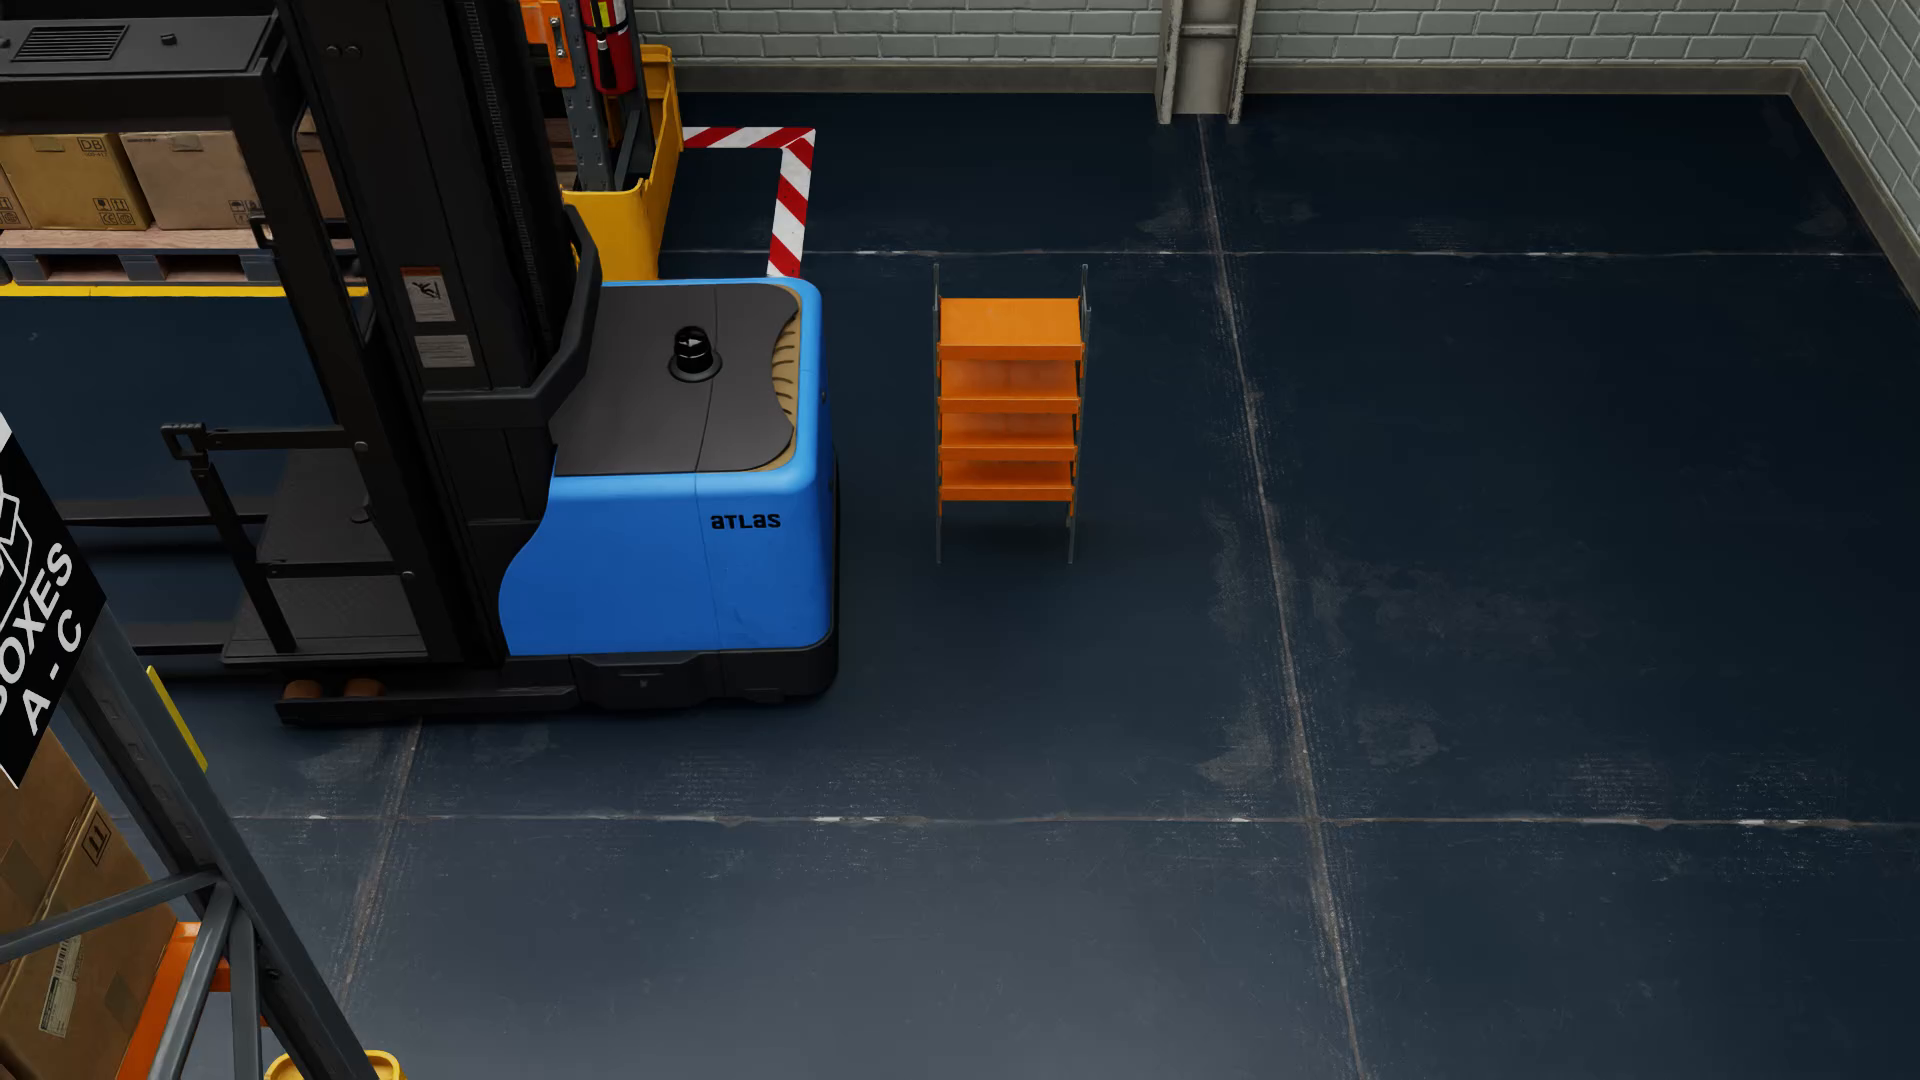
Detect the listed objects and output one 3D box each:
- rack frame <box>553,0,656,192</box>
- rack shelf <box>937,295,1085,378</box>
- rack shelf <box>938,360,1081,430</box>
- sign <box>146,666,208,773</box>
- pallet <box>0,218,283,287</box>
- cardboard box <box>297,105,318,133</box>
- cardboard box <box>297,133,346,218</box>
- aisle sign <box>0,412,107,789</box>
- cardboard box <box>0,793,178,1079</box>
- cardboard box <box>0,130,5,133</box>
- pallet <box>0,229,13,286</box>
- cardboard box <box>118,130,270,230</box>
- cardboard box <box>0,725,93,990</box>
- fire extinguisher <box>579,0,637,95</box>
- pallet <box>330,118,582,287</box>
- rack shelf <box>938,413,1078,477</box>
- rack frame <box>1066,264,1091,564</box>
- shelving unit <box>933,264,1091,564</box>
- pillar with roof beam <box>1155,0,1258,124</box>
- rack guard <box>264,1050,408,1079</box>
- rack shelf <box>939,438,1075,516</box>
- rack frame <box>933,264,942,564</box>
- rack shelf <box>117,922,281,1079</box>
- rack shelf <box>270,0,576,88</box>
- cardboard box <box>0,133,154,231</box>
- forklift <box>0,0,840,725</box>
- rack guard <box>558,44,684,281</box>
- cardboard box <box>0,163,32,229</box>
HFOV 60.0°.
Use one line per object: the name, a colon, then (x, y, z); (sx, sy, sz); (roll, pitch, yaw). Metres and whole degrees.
rack frame: (-1.529, -2.549, 6.573); (0.127, 3.000, 1.000); (0, 47, 0)
rack shelf: (0.166, -0.676, 5.523); (0.480, 0.148, 0.258); (0, 47, 0)
rack shelf: (0.166, -0.515, 5.696); (0.480, 0.148, 0.258); (0, 47, 0)
sign: (-1.542, 0.385, 3.251); (0.005, 0.325, 0.100); (0, 47, 0)
pallet: (-3.545, -1.549, 7.548); (1.213, 0.211, 1.003); (0, 47, 0)
cardboard box: (-2.614, -1.857, 6.907); (0.250, 0.149, 0.380); (1, 47, 1)
cardboard box: (-2.729, -1.771, 7.270); (0.500, 0.500, 0.700); (0, 47, 0)
aisle sign: (-1.474, -0.024, 2.447); (0.004, 0.787, 0.394); (0, 47, 0)
cardboard box: (-1.986, 0.849, 3.343); (0.500, 0.500, 0.500); (1, 47, 1)
cardboard box: (-3.917, -1.860, 6.909); (0.250, 0.149, 0.380); (-1, 47, -1)
pallet: (-4.769, -1.551, 7.549); (1.213, 0.211, 1.003); (0, 47, 0)
cardboard box: (-3.232, -1.771, 7.270); (0.500, 0.500, 0.700); (-1, 47, -1)
cardboard box: (-1.986, 0.508, 2.977); (0.500, 0.500, 0.500); (1, 47, 1)
fire extinguisher: (-1.380, -2.057, 6.423); (0.183, 0.674, 0.296); (0, 47, 0)
pallet: (-2.329, -1.544, 7.543); (1.213, 0.211, 1.003); (0, 47, 0)
rack shelf: (0.166, -0.362, 5.860); (0.480, 0.148, 0.258); (0, 47, 0)
rack frame: (0.410, -0.408, 5.810); (0.015, 1.200, 0.240); (0, 47, 0)
shelving unit: (0.166, -0.408, 5.810); (0.503, 1.200, 0.258); (0, 47, 0)
pillar with roof beam: (1.159, -2.068, 2.027); (0.400, 9.000, 9.100); (0, 47, 0)
rack guard: (-1.619, 1.928, 4.114); (0.348, 0.500, 1.175); (0, 47, 0)
rack shelf: (0.166, -0.227, 6.005); (0.480, 0.148, 0.258); (0, 47, 0)
rack frame: (-0.078, -0.409, 5.811); (0.015, 1.200, 0.240); (0, 47, 0)
rack shelf: (-3.543, 1.317, 3.467); (4.000, 0.370, 1.077); (0, 47, 0)
rack shelf: (-3.529, -2.309, 6.842); (4.000, 0.370, 1.077); (0, 47, 0)
cardboard box: (-3.766, -1.767, 7.267); (0.500, 0.500, 0.700); (1, 47, 1)
forklift: (-1.952, -0.767, 4.961); (3.031, 2.935, 1.130); (-2, 47, -2)
rack guard: (-1.505, -1.697, 7.488); (0.348, 0.500, 1.175); (0, 47, 0)
cardboard box: (-4.279, -1.771, 7.270); (0.500, 0.500, 0.700); (0, 47, 0)
